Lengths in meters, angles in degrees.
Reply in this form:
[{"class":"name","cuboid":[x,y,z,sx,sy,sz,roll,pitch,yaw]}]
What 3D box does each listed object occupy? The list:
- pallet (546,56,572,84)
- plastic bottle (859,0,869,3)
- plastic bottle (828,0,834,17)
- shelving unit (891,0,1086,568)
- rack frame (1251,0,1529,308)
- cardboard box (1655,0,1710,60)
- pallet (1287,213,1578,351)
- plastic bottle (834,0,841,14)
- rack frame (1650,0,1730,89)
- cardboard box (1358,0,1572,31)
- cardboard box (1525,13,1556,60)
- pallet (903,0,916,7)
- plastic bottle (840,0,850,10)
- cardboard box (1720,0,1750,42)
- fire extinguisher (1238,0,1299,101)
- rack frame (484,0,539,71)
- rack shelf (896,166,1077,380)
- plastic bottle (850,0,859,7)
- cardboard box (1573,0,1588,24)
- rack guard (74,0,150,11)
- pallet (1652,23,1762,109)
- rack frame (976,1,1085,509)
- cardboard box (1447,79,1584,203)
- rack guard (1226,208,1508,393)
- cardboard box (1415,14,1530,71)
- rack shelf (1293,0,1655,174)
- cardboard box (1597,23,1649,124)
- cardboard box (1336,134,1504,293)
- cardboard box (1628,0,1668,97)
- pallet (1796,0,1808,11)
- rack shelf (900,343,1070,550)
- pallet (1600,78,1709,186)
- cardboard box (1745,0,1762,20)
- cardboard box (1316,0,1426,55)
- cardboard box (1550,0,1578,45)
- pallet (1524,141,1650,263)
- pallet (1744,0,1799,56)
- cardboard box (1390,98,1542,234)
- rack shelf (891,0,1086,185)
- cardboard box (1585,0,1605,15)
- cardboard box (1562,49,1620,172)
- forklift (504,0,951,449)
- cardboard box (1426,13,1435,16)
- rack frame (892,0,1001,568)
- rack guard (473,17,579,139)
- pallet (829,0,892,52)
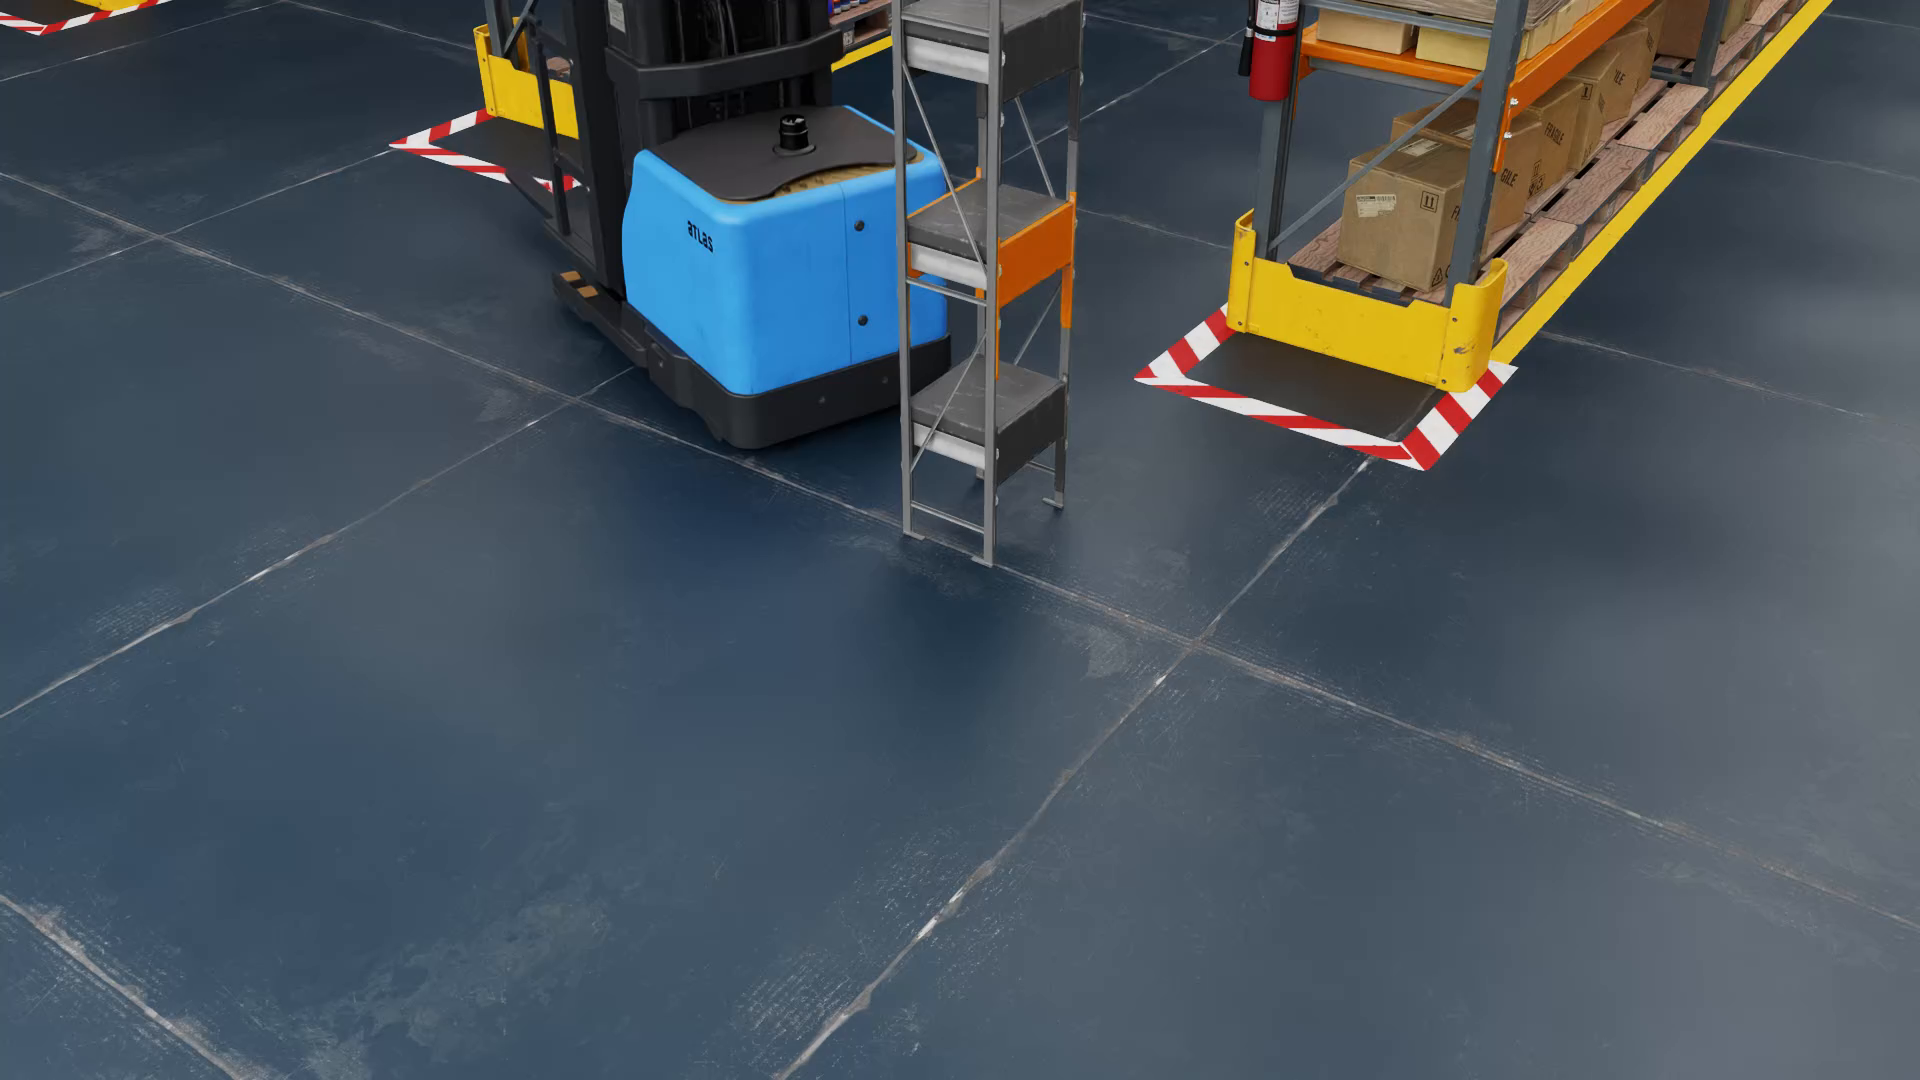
[{"class":"pallet","cuboid":[-1.851,-2.944,10.415,1.003,0.211,1.213,21,39,28]},{"class":"plastic bottle","cuboid":[-0.665,-3.761,11.176,0.097,0.271,0.097,0,34,0]},{"class":"plastic bottle","cuboid":[-0.889,-3.567,10.879,0.061,0.283,0.133,22,40,29]},{"class":"shelving unit","cuboid":[0.094,-0.946,5.774,0.431,2.100,0.503,21,39,28]},{"class":"rack frame","cuboid":[1.746,-2.095,6.670,1.000,3.000,0.127,21,39,28]},{"class":"cardboard box","cuboid":[4.394,-3.358,10.377,0.700,0.500,0.500,18,38,25]},{"class":"pallet","cuboid":[2.282,-1.337,8.039,1.003,0.211,1.213,21,39,28]},{"class":"plastic bottle","cuboid":[-0.838,-3.621,10.970,0.097,0.271,0.097,0,34,0]},{"class":"rack frame","cuboid":[4.027,-3.936,9.392,1.000,3.000,0.127,21,39,28]},{"class":"cardboard box","cuboid":[2.082,-2.504,6.920,0.875,0.500,0.500,21,39,28]},{"class":"cardboard box","cuboid":[2.263,-2.155,6.983,0.380,0.149,0.250,21,39,28]},{"class":"pallet","cuboid":[-0.459,-4.067,12.075,1.003,0.211,1.213,21,39,28]},{"class":"plastic bottle","cuboid":[-0.781,-3.668,11.038,0.097,0.271,0.097,0,34,0]},{"class":"cardboard box","cuboid":[4.682,-3.572,10.692,0.700,0.500,0.500,21,39,28]},{"class":"fire extinguisher","cuboid":[1.302,-2.157,6.831,0.296,0.674,0.183,21,39,28]},{"class":"rack frame","cuboid":[-2.323,-3.677,9.009,1.000,3.000,0.127,21,39,28]},{"class":"rack shelf","cuboid":[0.094,-0.935,5.782,0.431,0.518,0.480,21,39,28]},{"class":"plastic bottle","cuboid":[-0.724,-3.684,11.125,0.097,0.201,0.097,0,34,0]},{"class":"cardboard box","cuboid":[2.543,-2.387,7.326,0.380,0.149,0.250,21,39,28]},{"class":"rack guard","cuboid":[-6.404,-4.214,12.035,1.175,0.500,0.348,21,39,28]},{"class":"pallet","cuboid":[4.469,-3.139,10.704,1.003,0.211,1.213,21,39,28]},{"class":"rack frame","cuboid":[0.234,-1.058,5.940,0.400,2.100,0.015,21,39,28]},{"class":"cardboard box","cuboid":[2.801,-2.083,8.510,0.500,0.500,0.500,25,42,32]},{"class":"rack guard","cuboid":[1.789,-1.094,7.422,1.175,0.500,0.348,21,39,28]},{"class":"cardboard box","cuboid":[2.104,-2.046,6.822,0.380,0.149,0.250,21,39,28]},{"class":"rack shelf","cuboid":[2.886,-2.717,8.233,1.077,0.370,4.000,21,39,28]},{"class":"cardboard box","cuboid":[3.445,-2.637,9.328,0.500,0.500,0.500,-23,40,-30]},{"class":"cardboard box","cuboid":[2.116,-1.515,7.670,0.500,0.500,0.500,-29,43,-35]},{"class":"cardboard box","cuboid":[3.766,-2.903,9.721,0.500,0.500,0.500,20,39,27]},{"class":"pallet","cuboid":[5.861,-4.262,12.364,1.003,0.211,1.213,21,39,28]},{"class":"rack shelf","cuboid":[0.094,-0.355,6.174,0.431,0.518,0.480,21,39,28]},{"class":"pallet","cuboid":[3.673,-2.460,9.699,1.003,0.211,1.213,21,39,28]},{"class":"cardboard box","cuboid":[5.001,-3.829,11.073,0.700,0.500,0.500,18,38,24]},{"class":"cardboard box","cuboid":[1.739,-2.188,7.032,0.380,0.149,0.250,21,39,28]},{"class":"cardboard box","cuboid":[2.417,-2.265,7.146,0.380,0.149,0.250,21,39,28]},{"class":"pallet","cuboid":[2.978,-1.896,8.866,1.003,0.211,1.213,21,39,28]},{"class":"pallet","cuboid":[5.164,-3.703,11.537,1.003,0.211,1.213,21,39,28]},{"class":"cardboard box","cuboid":[2.428,-1.801,8.093,0.500,0.500,0.500,-25,41,-32]},{"class":"rack shelf","cuboid":[0.094,-1.515,5.390,0.431,0.518,0.480,21,39,28]},{"class":"cardboard box","cuboid":[2.691,-2.499,7.493,0.380,0.149,0.250,21,39,28]},{"class":"cardboard box","cuboid":[3.156,-2.326,8.868,0.500,0.500,0.500,18,38,24]},{"class":"forklift","cuboid":[-1.271,-2.364,7.129,1.130,2.935,3.031,-20,39,-27]},{"class":"cardboard box","cuboid":[1.882,-2.303,7.202,0.380,0.149,0.250,21,39,28]},{"class":"rack frame","cuboid":[-0.045,-0.834,5.608,0.400,2.100,0.015,21,39,28]},{"class":"rack guard","cuboid":[-2.318,-2.691,9.784,1.175,0.500,0.348,21,39,28]},{"class":"pallet","cuboid":[-1.154,-3.503,11.242,1.003,0.211,1.213,21,39,28]}]
